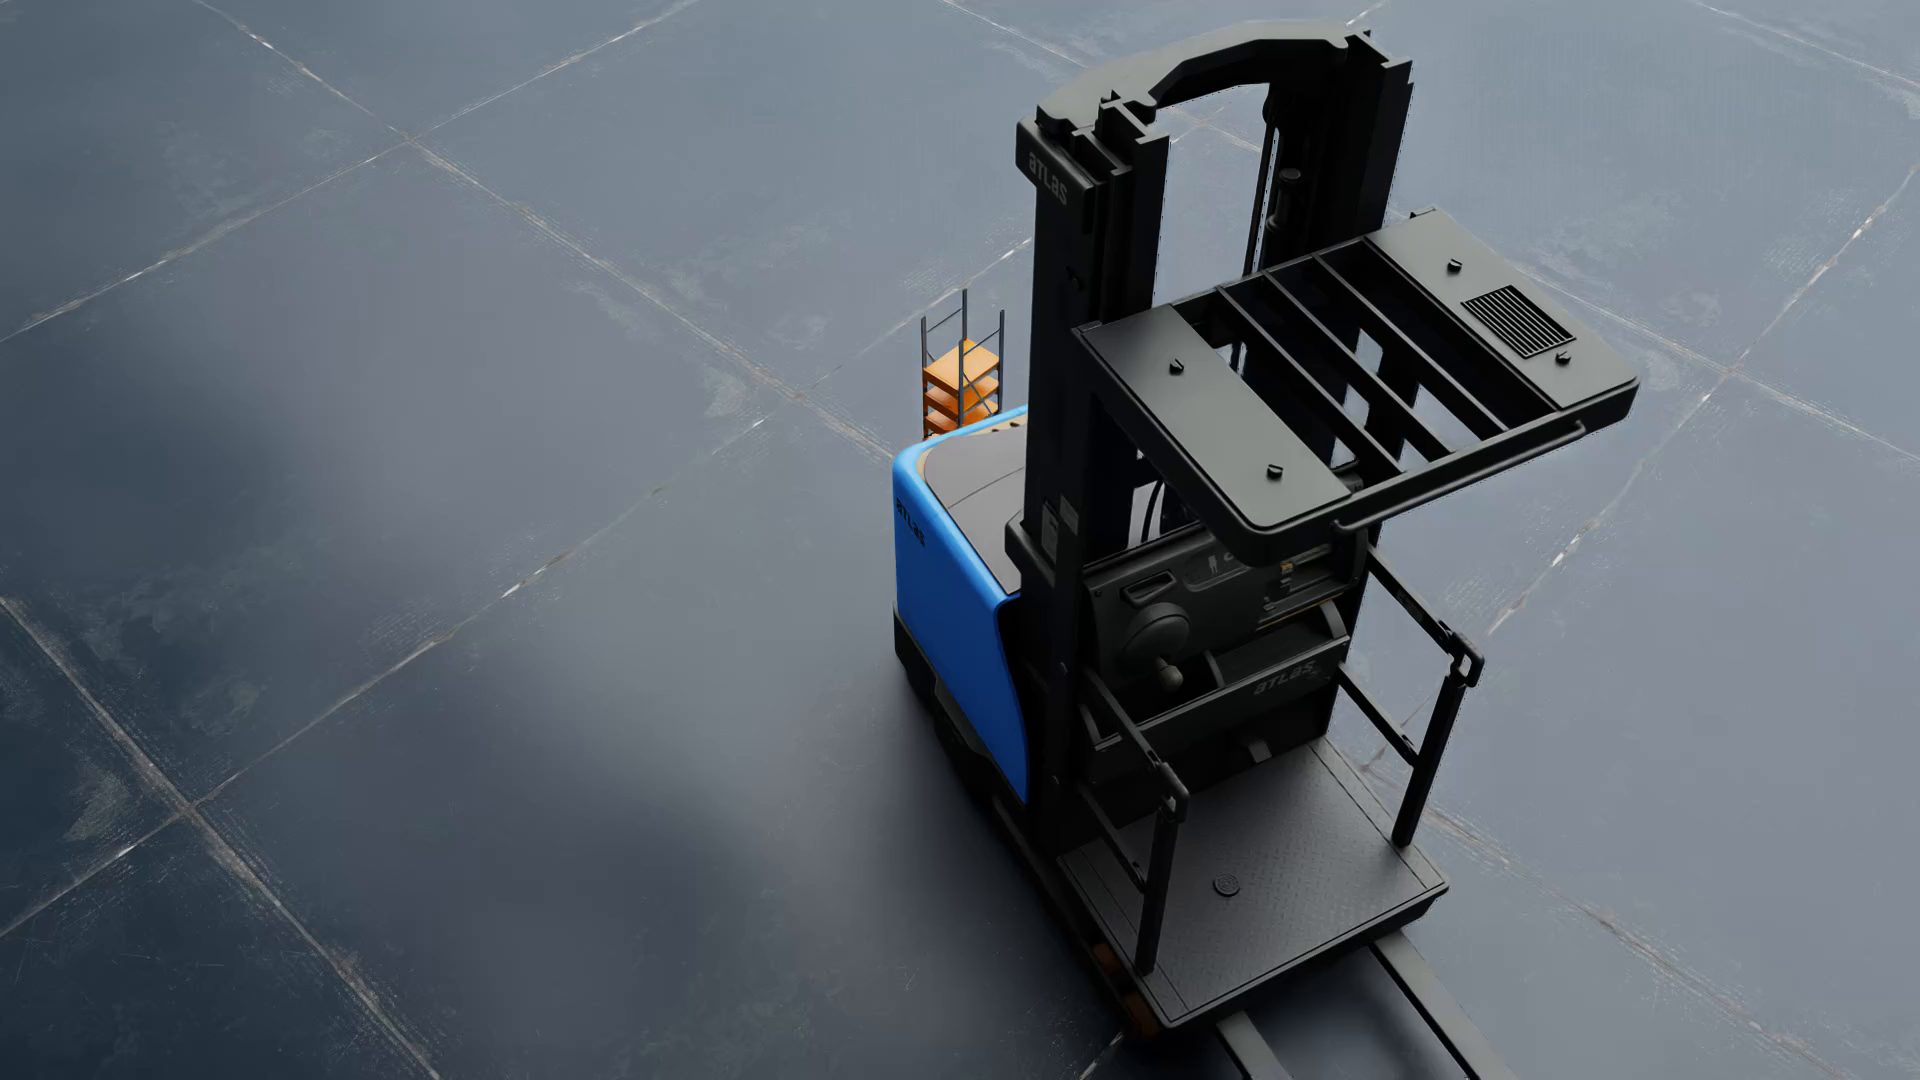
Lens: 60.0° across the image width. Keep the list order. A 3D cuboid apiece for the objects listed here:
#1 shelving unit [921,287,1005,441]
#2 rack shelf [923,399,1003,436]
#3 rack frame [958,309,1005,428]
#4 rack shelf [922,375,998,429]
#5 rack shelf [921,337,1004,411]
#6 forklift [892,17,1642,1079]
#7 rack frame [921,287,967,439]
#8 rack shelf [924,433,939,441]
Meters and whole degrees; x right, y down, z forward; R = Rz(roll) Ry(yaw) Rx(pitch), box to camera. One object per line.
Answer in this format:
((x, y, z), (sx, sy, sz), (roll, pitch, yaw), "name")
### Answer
((0.011, -0.404, 6.414), (0.189, 1.200, 0.258), (34, 55, 28), "shelving unit")
((0.011, -0.455, 6.359), (0.180, 0.103, 0.258), (34, 55, 28), "rack shelf")
((0.078, -0.358, 6.372), (0.006, 1.200, 0.240), (34, 55, 28), "rack frame")
((0.011, -0.537, 6.272), (0.180, 0.103, 0.258), (34, 55, 28), "rack shelf")
((0.011, -0.620, 6.184), (0.180, 0.103, 0.258), (34, 55, 28), "rack shelf")
((0.881, 0.222, 4.640), (1.130, 2.935, 3.031), (-21, 50, -19), "forklift")
((-0.057, -0.449, 6.457), (0.006, 1.200, 0.240), (34, 55, 28), "rack frame")
((0.011, -0.373, 6.447), (0.180, 0.103, 0.258), (34, 55, 28), "rack shelf")
